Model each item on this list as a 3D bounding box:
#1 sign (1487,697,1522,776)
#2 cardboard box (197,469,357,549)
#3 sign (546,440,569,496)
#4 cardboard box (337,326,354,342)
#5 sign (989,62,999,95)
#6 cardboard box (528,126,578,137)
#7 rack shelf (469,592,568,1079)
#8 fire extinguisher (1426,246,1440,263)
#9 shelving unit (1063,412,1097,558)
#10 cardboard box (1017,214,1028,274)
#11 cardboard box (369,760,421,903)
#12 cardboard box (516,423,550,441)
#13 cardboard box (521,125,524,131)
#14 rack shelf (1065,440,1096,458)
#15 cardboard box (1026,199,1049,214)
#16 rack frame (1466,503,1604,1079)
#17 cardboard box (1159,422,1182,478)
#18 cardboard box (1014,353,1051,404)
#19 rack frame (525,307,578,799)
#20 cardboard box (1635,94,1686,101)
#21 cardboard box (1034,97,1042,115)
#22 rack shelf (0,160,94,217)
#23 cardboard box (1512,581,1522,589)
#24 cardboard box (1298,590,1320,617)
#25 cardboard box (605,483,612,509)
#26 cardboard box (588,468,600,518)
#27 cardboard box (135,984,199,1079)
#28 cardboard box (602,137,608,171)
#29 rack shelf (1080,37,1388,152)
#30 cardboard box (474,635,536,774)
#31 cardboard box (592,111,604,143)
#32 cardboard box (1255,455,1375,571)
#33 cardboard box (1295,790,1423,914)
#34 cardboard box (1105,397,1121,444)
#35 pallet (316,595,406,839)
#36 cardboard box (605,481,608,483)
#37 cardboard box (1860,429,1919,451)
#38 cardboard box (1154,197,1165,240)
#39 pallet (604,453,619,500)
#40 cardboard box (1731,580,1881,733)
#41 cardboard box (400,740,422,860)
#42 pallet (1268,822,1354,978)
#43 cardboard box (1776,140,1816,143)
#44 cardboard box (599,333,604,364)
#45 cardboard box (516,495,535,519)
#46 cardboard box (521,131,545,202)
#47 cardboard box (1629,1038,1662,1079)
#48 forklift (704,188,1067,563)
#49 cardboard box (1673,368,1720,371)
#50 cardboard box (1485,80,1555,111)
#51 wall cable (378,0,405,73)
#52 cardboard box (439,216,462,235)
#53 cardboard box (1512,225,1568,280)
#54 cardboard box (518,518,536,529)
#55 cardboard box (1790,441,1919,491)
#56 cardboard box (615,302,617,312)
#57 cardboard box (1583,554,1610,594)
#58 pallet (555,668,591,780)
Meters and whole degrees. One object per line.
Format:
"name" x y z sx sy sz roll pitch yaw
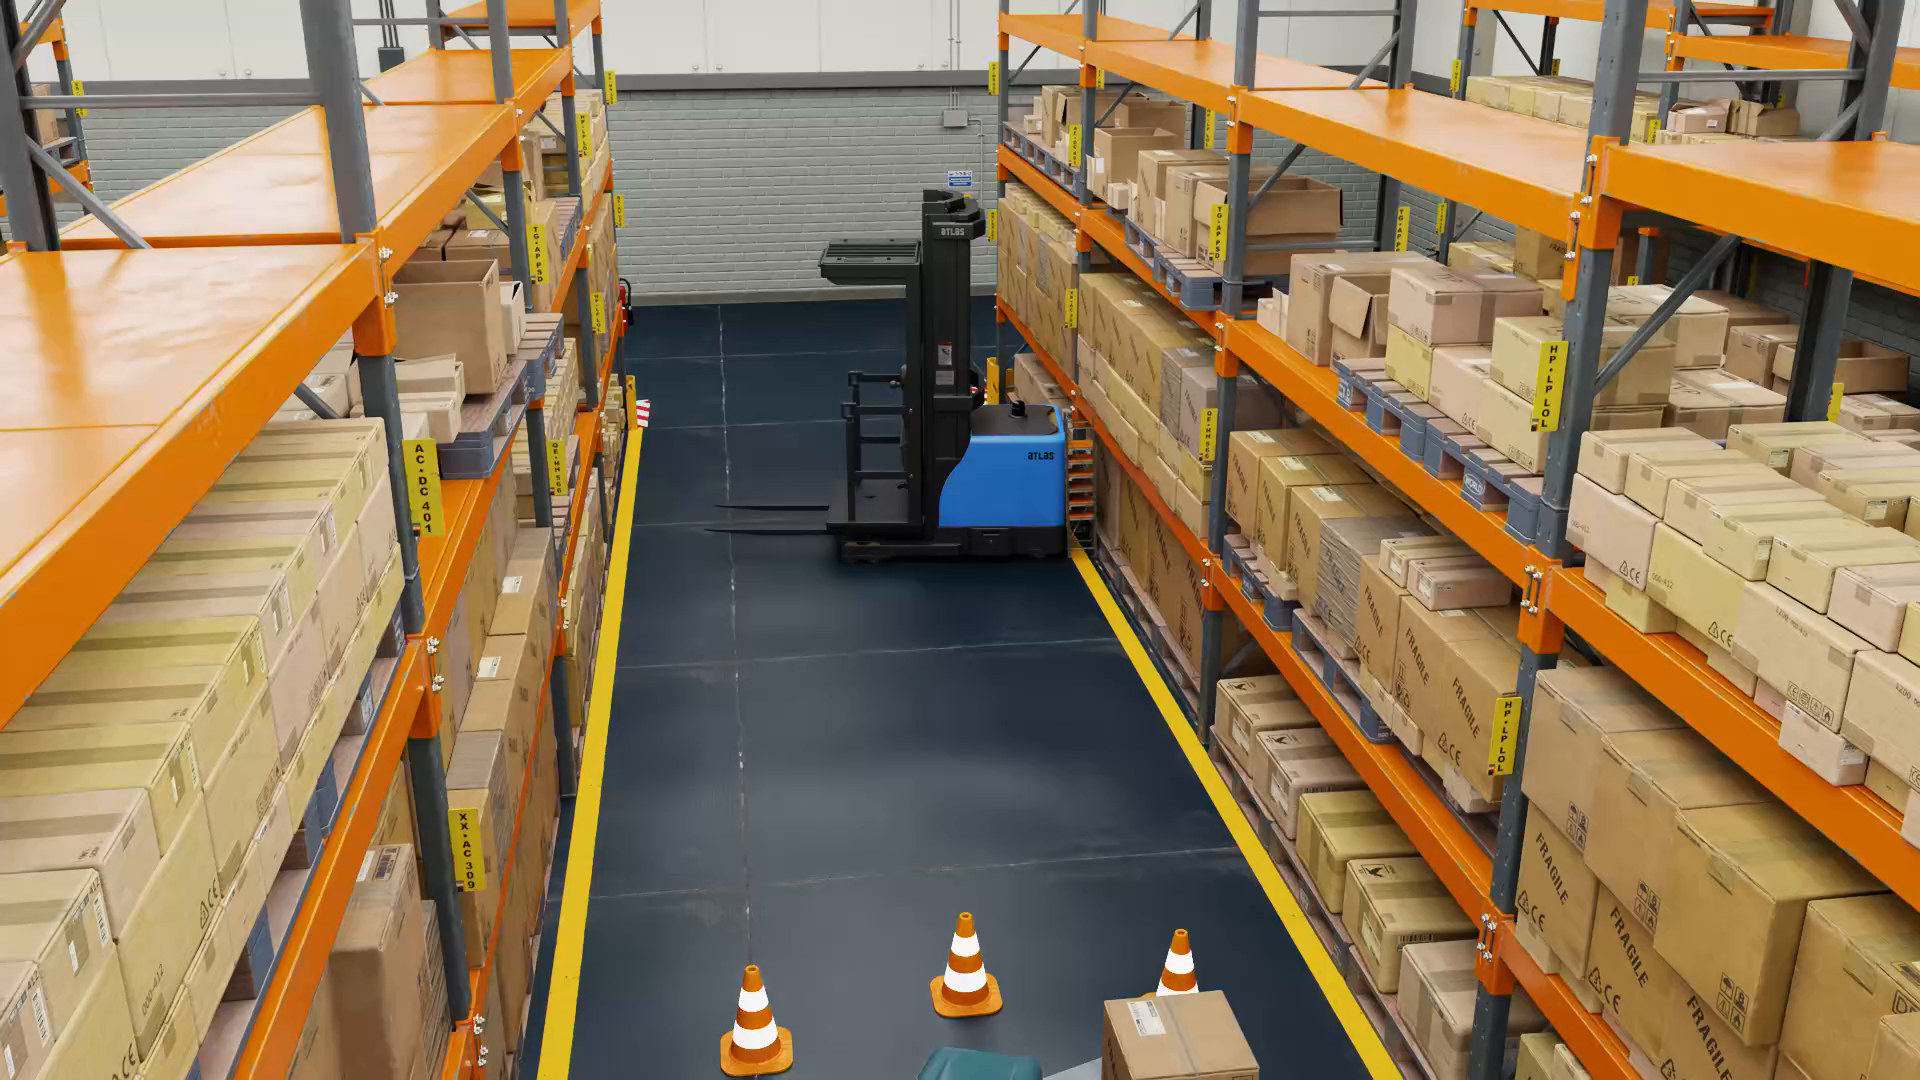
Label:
"sign" 2.076 0.750 6.341 0.100 0.325 0.005 -3 21 -8
"cardboard box" -1.819 -0.072 4.385 0.380 0.149 0.250 -3 21 -8
"sign" -2.287 -0.409 9.443 0.100 0.325 0.005 -3 21 -8
"cardboard box" -2.803 -0.831 7.326 0.500 0.311 0.500 -3 21 -9
"sign" 0.345 -4.718 16.985 0.100 0.325 0.005 -3 21 -8
"cardboard box" -3.221 -3.187 13.179 0.380 0.149 0.250 -4 21 -10
"rack shelf" -2.547 1.192 7.839 1.077 0.370 4.000 -3 21 -8
"fire extinguisher" 5.328 -2.960 18.572 0.296 0.674 0.183 -3 21 -8
"shelving unit" 0.990 -0.450 13.687 0.258 1.200 0.189 -2 20 0
"cardboard box" 0.846 -2.870 16.116 0.500 0.500 0.500 -3 21 -8
"cardboard box" -2.240 1.101 5.298 0.875 0.550 0.550 -3 21 -8
"cardboard box" -2.820 -0.635 10.611 0.380 0.149 0.250 -4 21 -10
"cardboard box" -3.774 -3.343 13.597 0.380 0.149 0.250 -2 21 -6
"rack shelf" 0.976 -0.748 13.581 0.258 0.103 0.180 -2 20 0
"cardboard box" 0.850 -3.213 16.106 0.380 0.149 0.250 -3 21 -7
"rack frame" 2.625 1.263 6.622 1.000 3.000 0.127 -3 21 -8
"cardboard box" 1.649 -0.618 11.158 0.500 0.250 0.500 -3 21 -9
"cardboard box" 1.089 -1.665 17.522 0.875 0.438 0.875 -4 21 -10
"rack frame" -2.835 0.163 9.567 1.000 3.000 0.127 -3 21 -8
"cardboard box" 6.430 -4.007 15.519 0.500 0.250 0.500 -3 21 -8
"cardboard box" 1.049 -4.319 16.751 0.500 0.250 0.500 -5 21 -13
"rack shelf" -8.623 -2.768 14.154 1.077 0.370 4.000 -3 21 -8
"cardboard box" 2.711 0.358 7.876 0.500 0.500 0.500 -3 21 -8
"cardboard box" 2.044 0.293 8.977 0.380 0.149 0.250 -2 21 -5
"cardboard box" -3.148 -0.364 14.028 0.380 0.149 0.250 -2 21 -5
"cardboard box" -3.054 -0.354 12.852 0.500 0.250 0.500 -3 21 -9
"cardboard box" -1.560 0.917 2.877 0.380 0.149 0.250 -3 21 -8
"cardboard box" -3.581 -3.622 15.627 0.500 0.250 0.500 -3 21 -8
"rack shelf" 1.760 -3.100 11.330 1.077 0.370 4.000 -3 21 -8
"cardboard box" -2.284 0.781 7.768 0.500 0.500 0.500 -3 21 -7
"cardboard box" -3.595 -3.853 15.531 0.500 0.250 0.500 -3 21 -9
"cardboard box" 1.966 -0.157 9.256 0.500 0.500 0.500 -2 21 -5
"cardboard box" 2.338 1.626 8.804 0.950 0.372 0.625 -2 21 -6
"cardboard box" 1.408 -0.914 12.664 0.500 0.250 0.500 -3 21 -8
"pallet" -2.151 0.468 4.590 1.003 0.211 1.213 -3 21 -8
"cardboard box" -3.272 -0.401 14.552 0.380 0.149 0.250 -3 21 -8
"cardboard box" 6.485 -0.661 11.531 0.380 0.149 0.250 -3 21 -7
"cardboard box" 1.503 -2.120 10.984 0.396 0.266 0.258 -3 21 -9
"pallet" -3.723 -0.570 15.515 1.003 0.211 1.213 -3 21 -8
"cardboard box" 2.560 0.307 4.683 0.500 0.250 0.500 -3 21 -7
"cardboard box" -2.336 0.861 6.126 0.700 0.500 0.500 -3 21 -9
"pallet" 2.332 1.877 8.964 1.003 0.211 1.213 -3 21 -8
"cardboard box" 6.674 -3.066 13.116 0.380 0.149 0.250 -2 21 -6
"cardboard box" -3.312 -1.763 14.157 0.500 0.500 0.500 -3 21 -8
"cardboard box" -2.706 -0.233 9.961 0.380 0.149 0.250 -2 21 -5
"cardboard box" -3.466 -2.734 12.294 0.700 0.500 0.500 -3 21 -8
"cardboard box" 2.510 1.769 5.627 0.380 0.149 0.250 -2 21 -6
"forklift" -0.629 -1.372 13.774 3.031 2.935 1.130 0 20 0
"cardboard box" 2.863 -0.667 7.115 0.500 0.250 0.500 -3 21 -8
"cardboard box" 5.677 -4.509 16.862 0.500 0.250 0.500 -3 21 -8
"wall cable" -6.316 -8.841 20.502 2.277 5.999 0.120 -3 21 -8
"cardboard box" -3.254 -1.647 9.982 0.500 0.500 0.500 -3 21 -8
"cardboard box" 5.822 -2.874 16.415 0.500 0.500 0.500 -2 21 -6
"cardboard box" -2.700 -0.081 9.980 0.380 0.149 0.250 -3 21 -9
"cardboard box" 3.000 -0.213 5.506 0.380 0.149 0.250 -3 21 -9
"cardboard box" -3.662 -2.391 16.763 0.380 0.149 0.250 -3 21 -8
"cardboard box" 2.425 0.097 5.815 0.380 0.149 0.250 -3 21 -9
"pallet" -2.947 1.198 10.780 1.003 0.211 1.213 -3 21 -8
